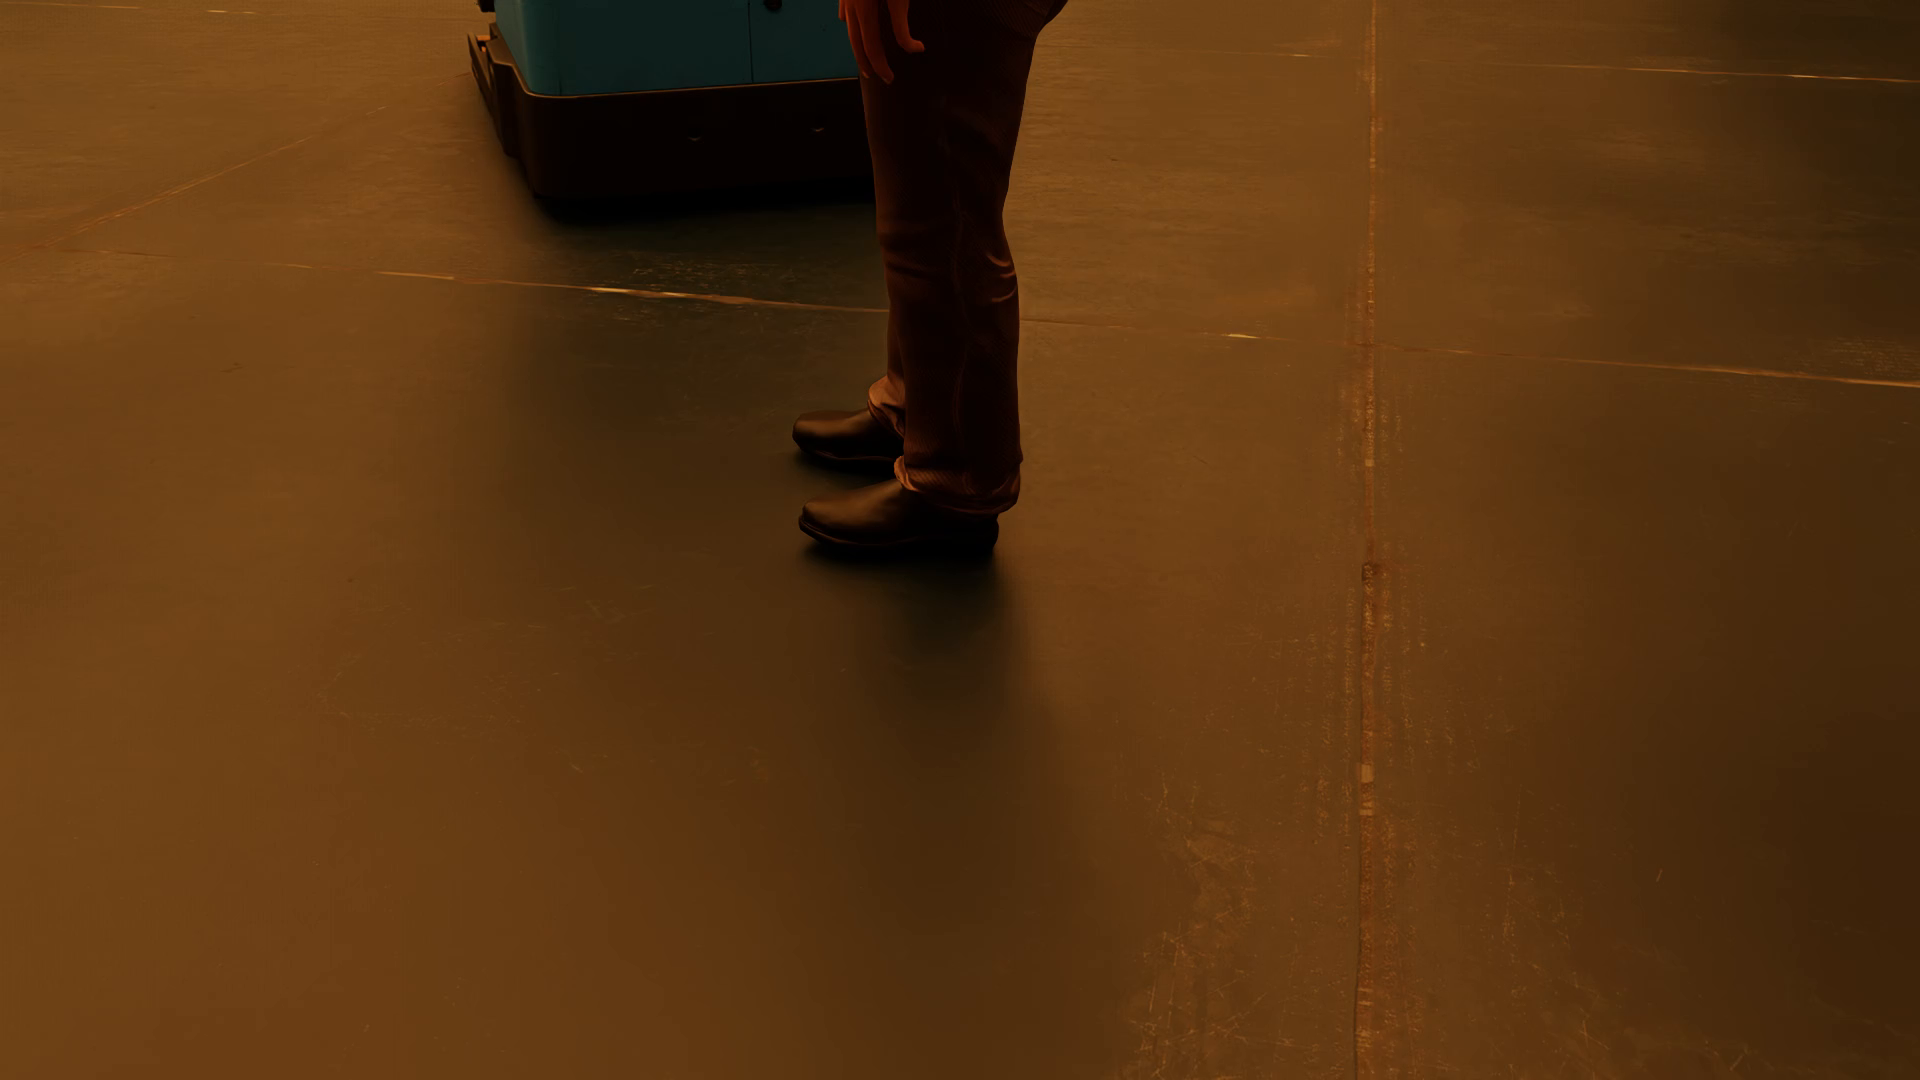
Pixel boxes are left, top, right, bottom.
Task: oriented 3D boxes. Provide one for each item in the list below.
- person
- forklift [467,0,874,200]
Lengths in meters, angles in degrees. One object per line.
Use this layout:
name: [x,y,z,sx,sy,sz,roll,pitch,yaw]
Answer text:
person: [-0.059,-0.785,2.128,0.568,1.720,0.632,6,27,11]
forklift: [-0.971,-2.758,4.713,1.130,2.935,3.031,-9,28,-17]
